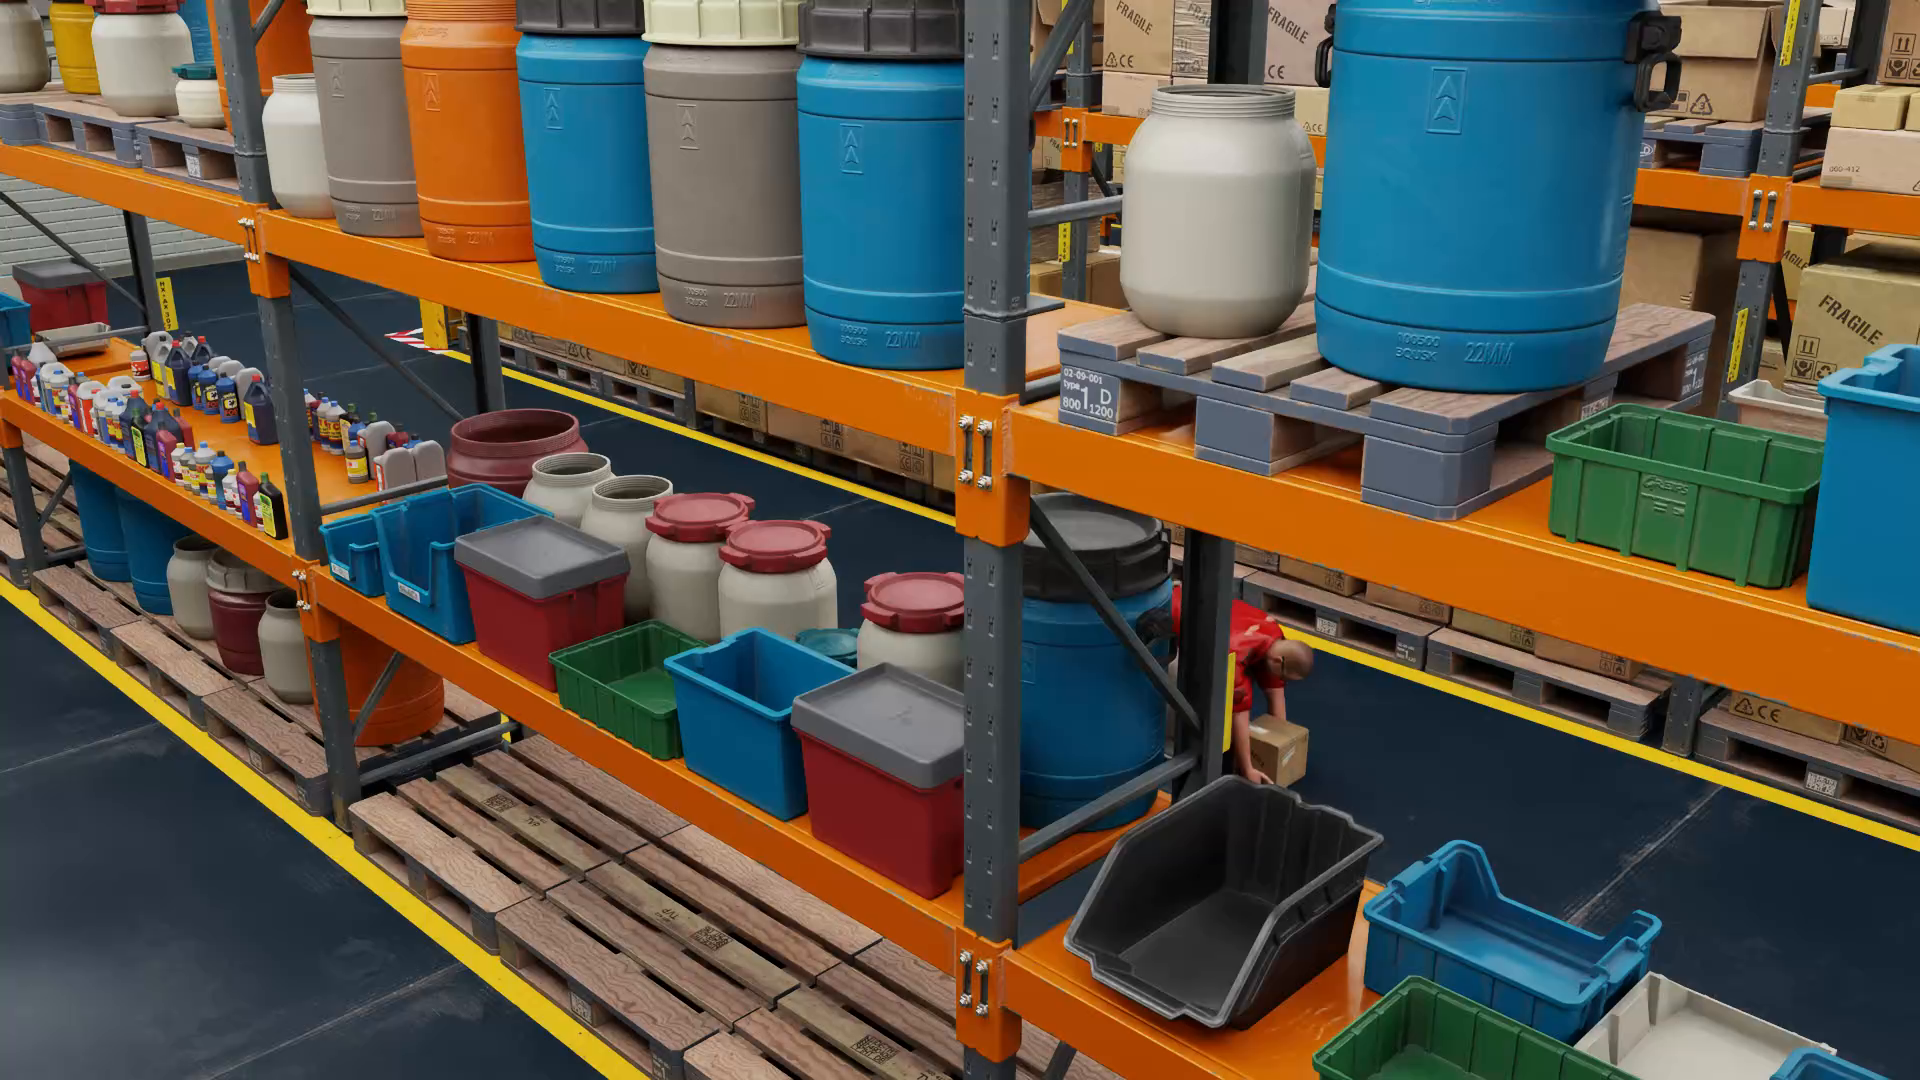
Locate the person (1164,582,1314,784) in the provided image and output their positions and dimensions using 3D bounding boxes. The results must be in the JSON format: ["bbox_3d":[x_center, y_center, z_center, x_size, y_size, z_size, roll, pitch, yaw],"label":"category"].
[{"bbox_3d":[1.264,0.678,8.078,0.957,0.857,0.543,17,27,39],"label":"person"}]
